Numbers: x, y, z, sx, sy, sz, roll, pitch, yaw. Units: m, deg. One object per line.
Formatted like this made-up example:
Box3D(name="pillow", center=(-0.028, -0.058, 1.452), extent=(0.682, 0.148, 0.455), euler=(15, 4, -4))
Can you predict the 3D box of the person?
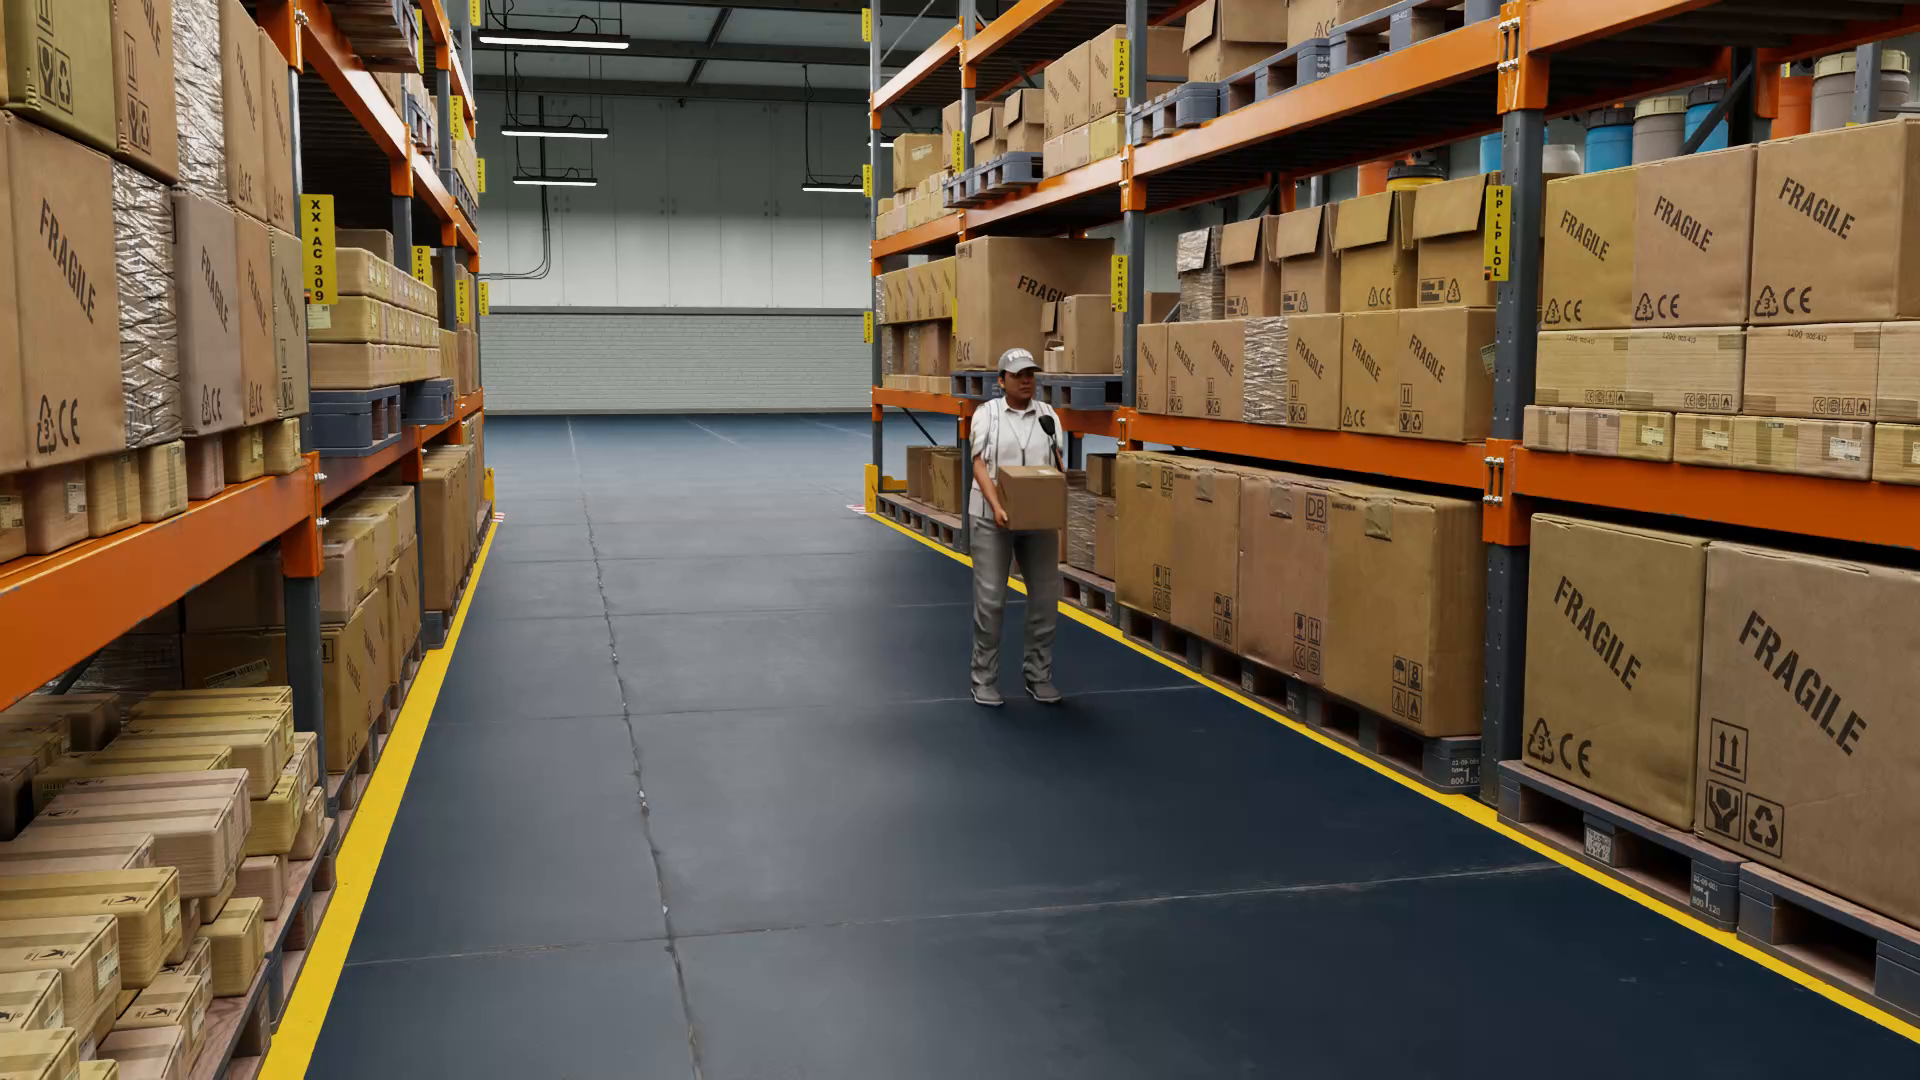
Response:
Box3D(name="person", center=(0.283, -0.059, 7.762), extent=(0.452, 1.662, 0.542), euler=(-1, 6, -13))
